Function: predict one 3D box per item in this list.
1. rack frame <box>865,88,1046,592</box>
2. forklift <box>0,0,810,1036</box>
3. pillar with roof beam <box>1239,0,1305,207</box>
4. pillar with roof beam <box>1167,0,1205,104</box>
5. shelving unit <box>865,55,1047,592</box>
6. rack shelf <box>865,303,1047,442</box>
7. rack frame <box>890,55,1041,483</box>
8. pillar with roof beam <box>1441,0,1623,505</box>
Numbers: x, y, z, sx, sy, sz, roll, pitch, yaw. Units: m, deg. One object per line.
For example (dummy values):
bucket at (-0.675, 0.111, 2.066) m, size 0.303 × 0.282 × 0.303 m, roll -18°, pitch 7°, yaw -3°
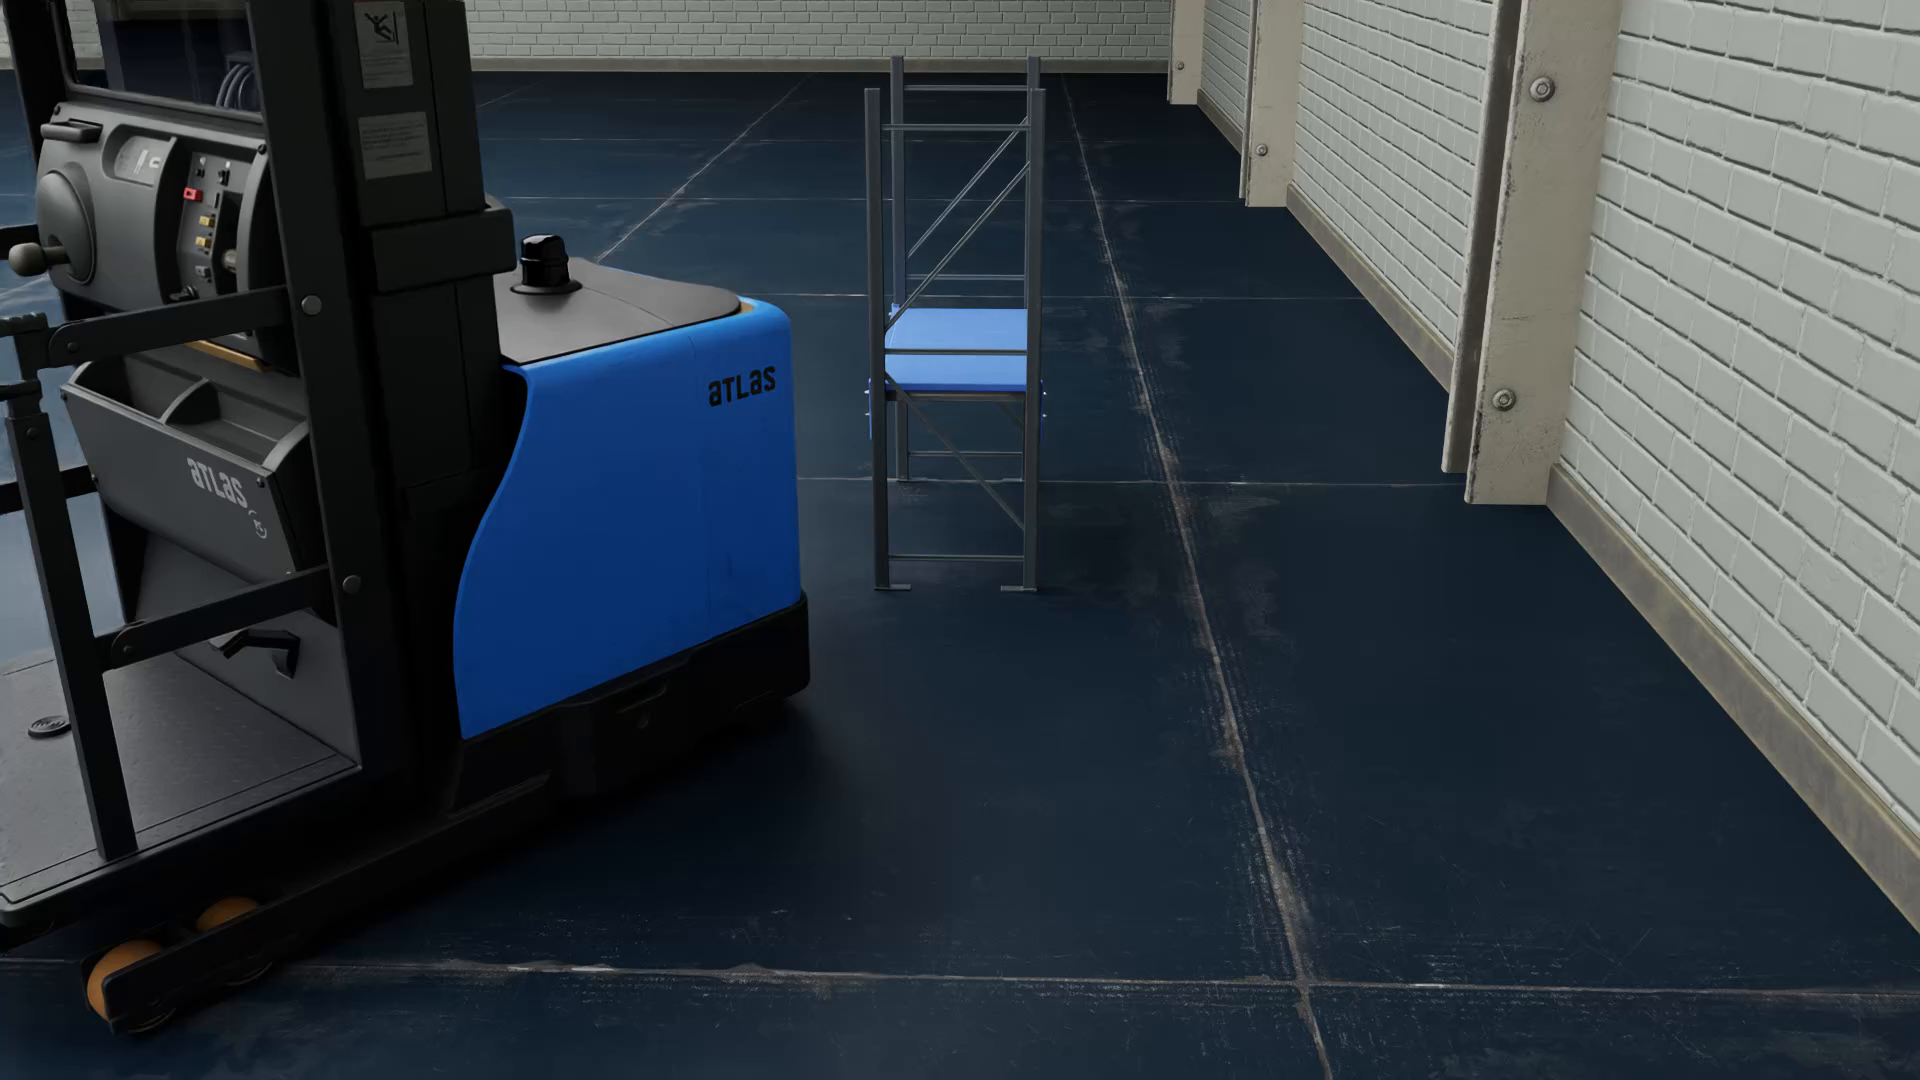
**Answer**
rack frame at (-0.013, -0.546, 4.863) m, size 0.500 × 1.500 × 0.032 m, roll 1°, pitch 21°, yaw 2°
forklift at (-1.742, -0.645, 3.141) m, size 1.130 × 2.935 × 3.031 m, roll 18°, pitch 27°, yaw 38°
pillar with roof beam at (-2.171, -6.610, 10.123) m, size 9.100 × 9.000 × 0.400 m, roll 1°, pitch 21°, yaw 2°
pillar with roof beam at (-1.989, -8.779, 15.714) m, size 9.100 × 9.000 × 0.400 m, roll 1°, pitch 21°, yaw 2°
shelving unit at (0.003, -0.730, 5.337) m, size 0.538 × 1.500 × 1.048 m, roll 1°, pitch 21°, yaw 2°
rack shelf at (0.003, -0.562, 5.402) m, size 0.538 × 0.185 × 1.000 m, roll 1°, pitch 21°, yaw 2°
rack frame at (0.018, -0.914, 5.811) m, size 0.500 × 1.500 × 0.032 m, roll 1°, pitch 21°, yaw 2°
pillar with roof beam at (-2.354, -4.440, 4.532) m, size 9.100 × 9.000 × 0.400 m, roll 1°, pitch 21°, yaw 2°
